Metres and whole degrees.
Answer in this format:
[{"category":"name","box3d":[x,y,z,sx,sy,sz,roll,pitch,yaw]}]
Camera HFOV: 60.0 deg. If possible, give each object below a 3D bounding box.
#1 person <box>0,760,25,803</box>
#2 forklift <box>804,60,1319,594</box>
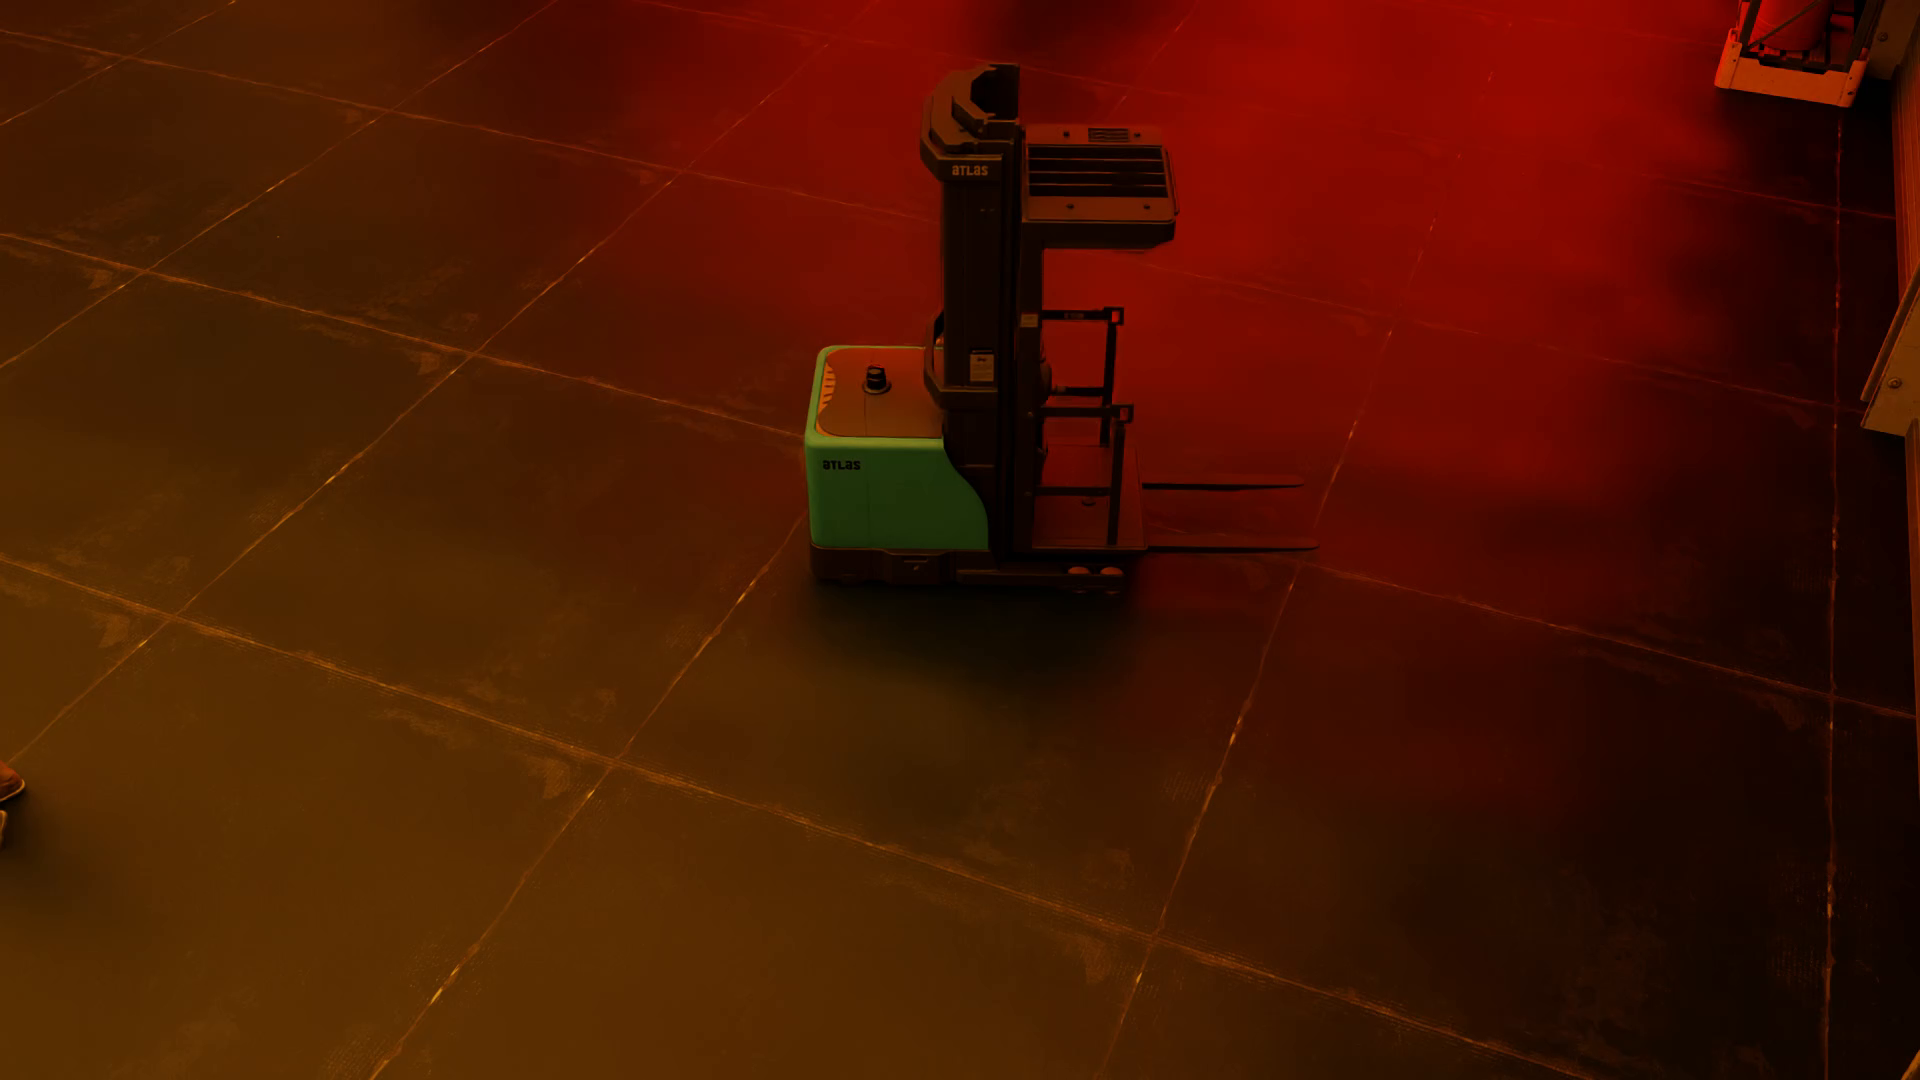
[{"category":"person","box3d":[-5.033,0.821,8.045,0.636,1.789,0.509,31,49,32]},{"category":"forklift","box3d":[0.631,-1.148,9.378,3.031,2.935,1.130,1,40,1]}]
